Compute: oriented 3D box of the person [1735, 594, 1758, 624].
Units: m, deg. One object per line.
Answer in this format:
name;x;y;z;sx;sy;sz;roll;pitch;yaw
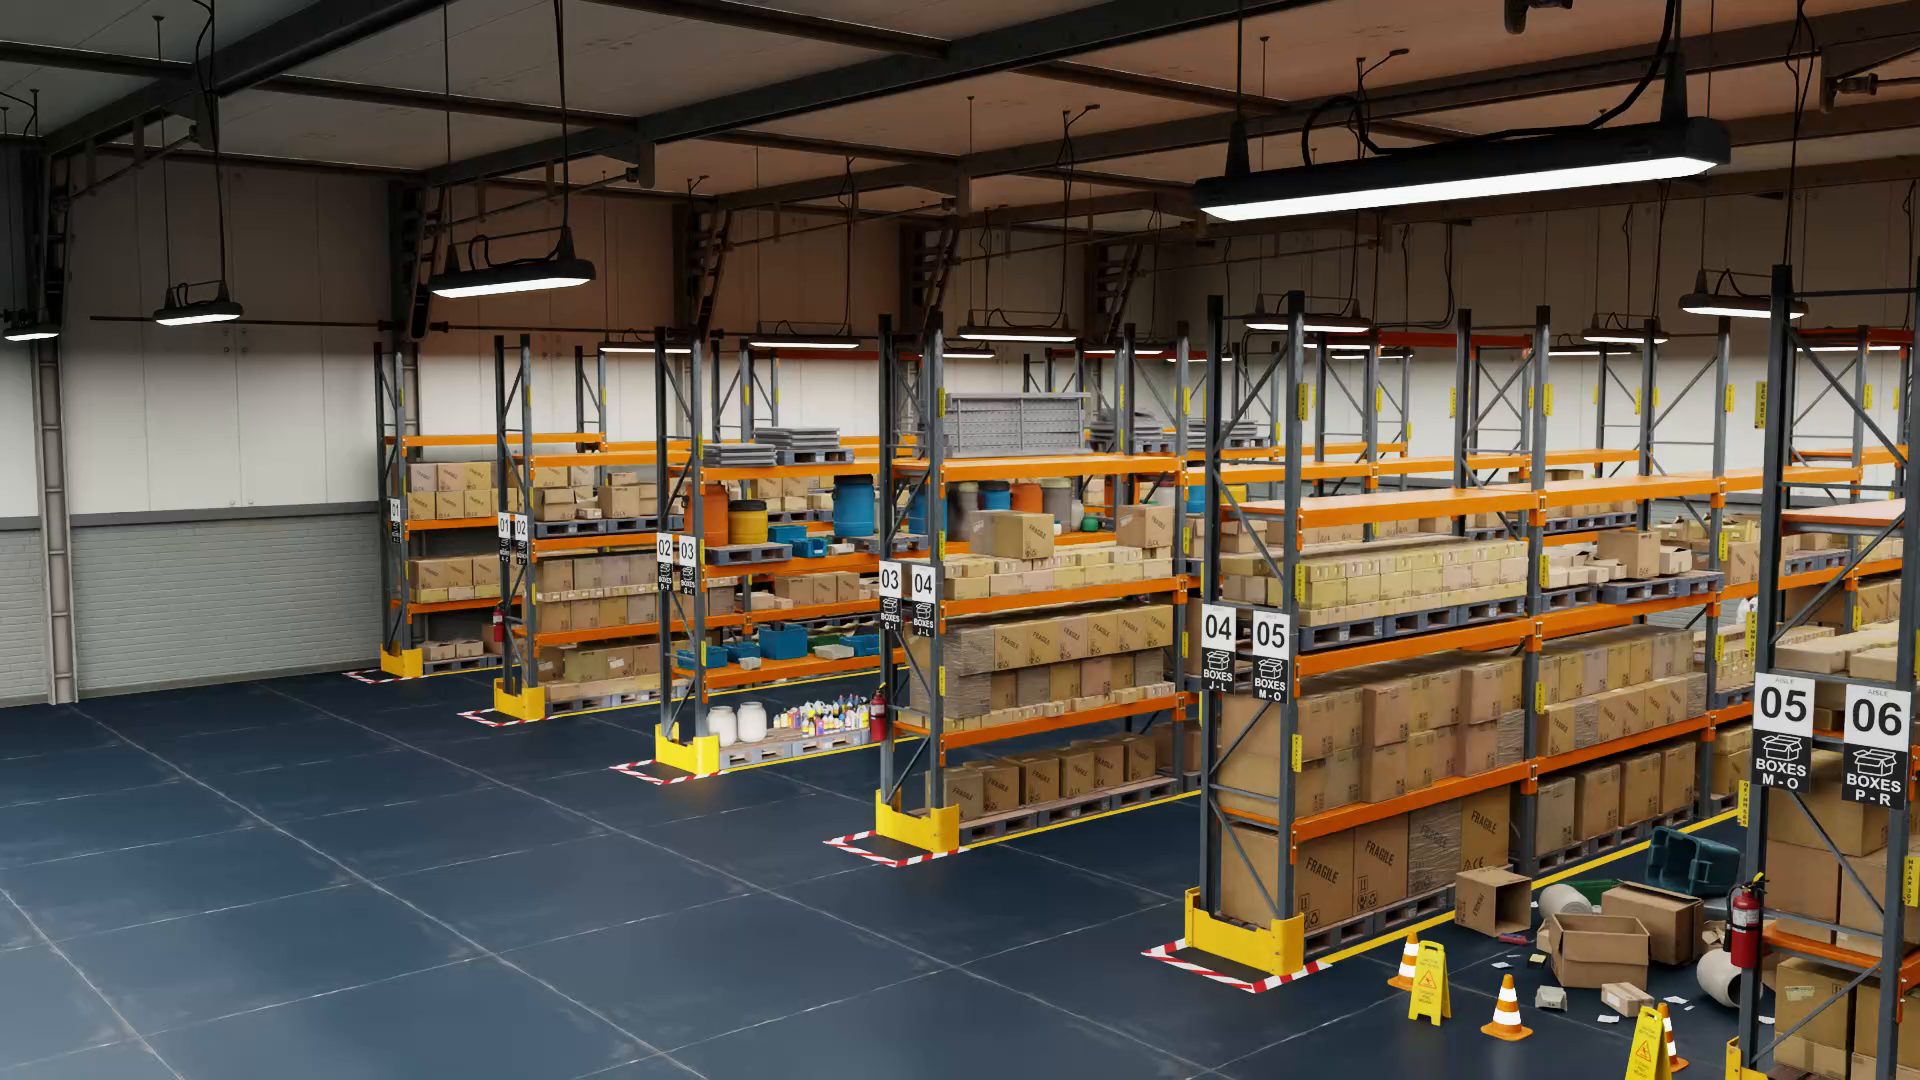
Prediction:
person;14.240;1.620;29.977;0.487;1.615;0.867;4;7;39
